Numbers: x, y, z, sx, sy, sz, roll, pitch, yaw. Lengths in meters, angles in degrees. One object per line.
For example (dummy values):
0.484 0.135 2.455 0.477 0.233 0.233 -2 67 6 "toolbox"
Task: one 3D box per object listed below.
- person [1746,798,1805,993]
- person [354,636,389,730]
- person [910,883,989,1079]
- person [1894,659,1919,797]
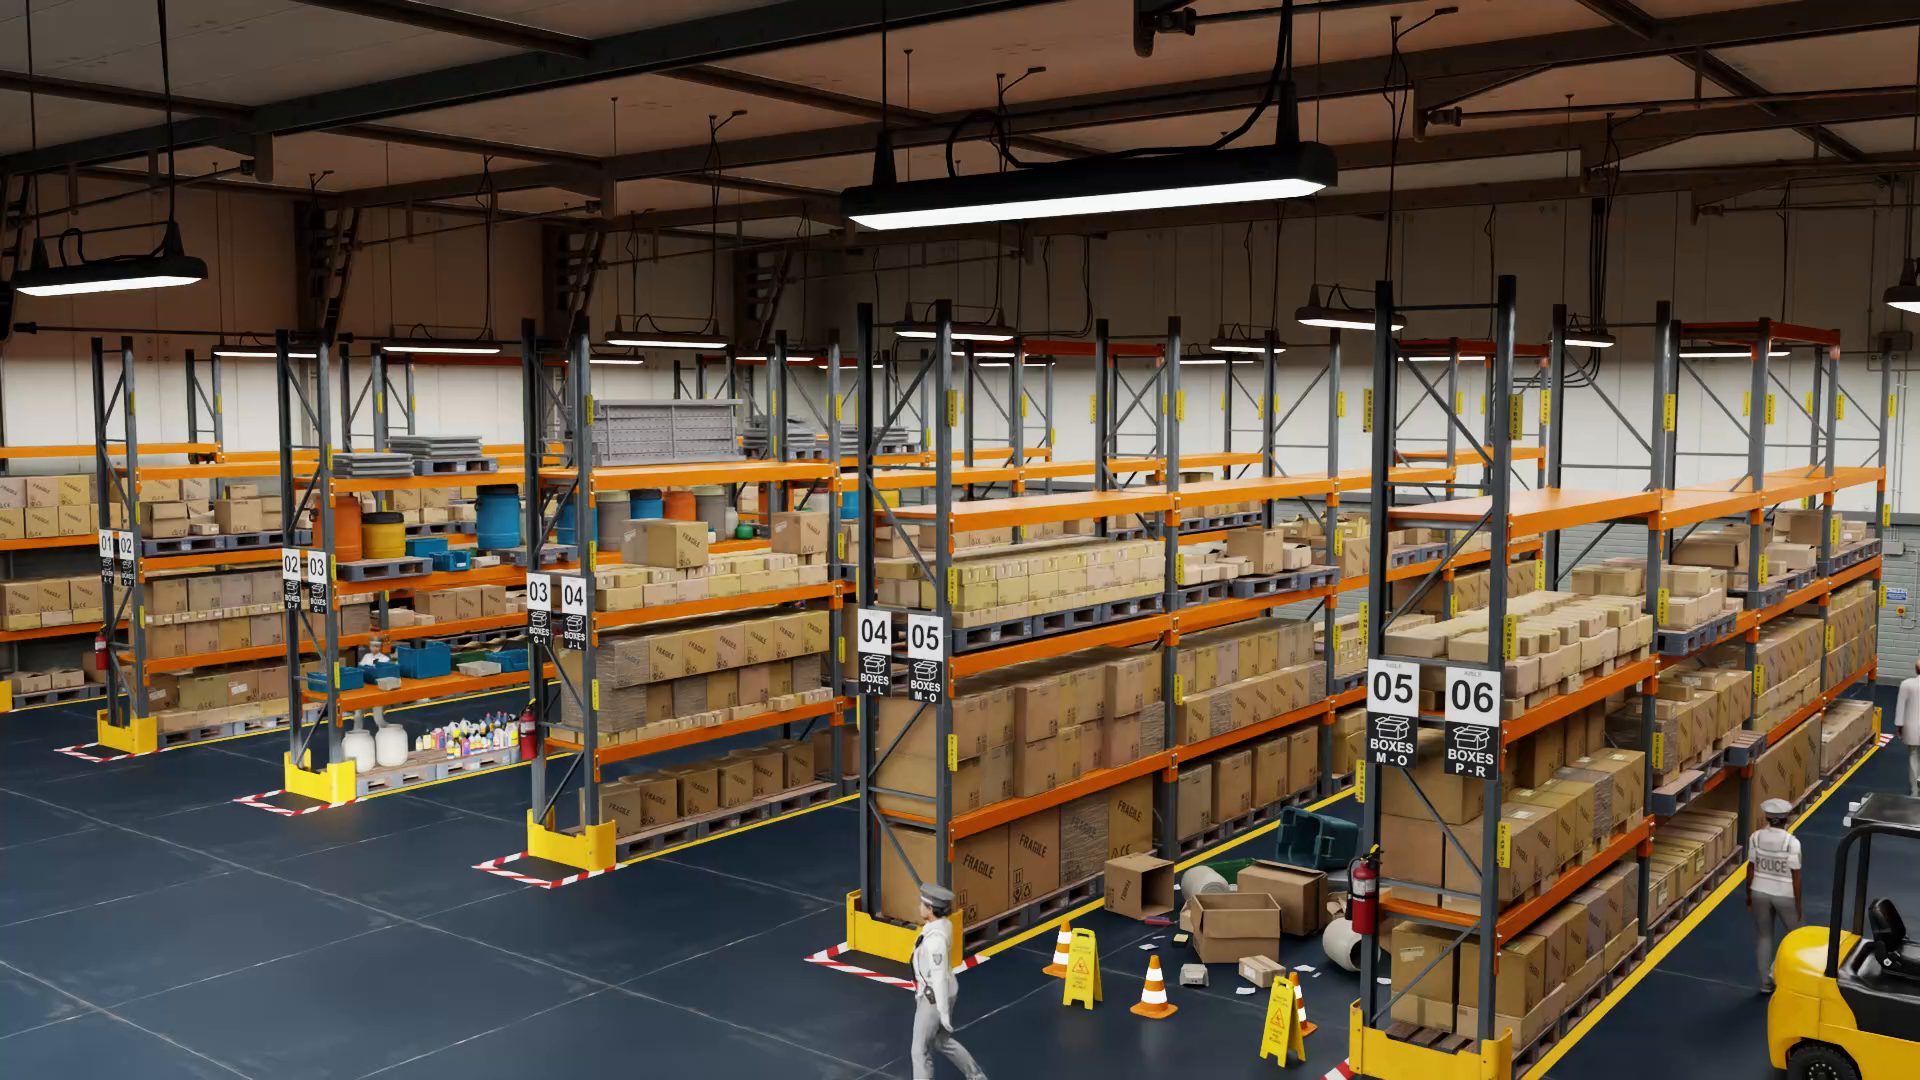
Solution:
7.020 3.088 14.334 0.496 1.671 0.440 5 7 44 "person"
-8.604 2.246 24.171 0.516 1.670 0.734 1 5 15 "person"
-0.127 3.289 11.922 0.700 1.675 0.475 1 5 7 "person"
12.359 2.418 21.384 0.607 1.776 0.564 4 6 37 "person"
